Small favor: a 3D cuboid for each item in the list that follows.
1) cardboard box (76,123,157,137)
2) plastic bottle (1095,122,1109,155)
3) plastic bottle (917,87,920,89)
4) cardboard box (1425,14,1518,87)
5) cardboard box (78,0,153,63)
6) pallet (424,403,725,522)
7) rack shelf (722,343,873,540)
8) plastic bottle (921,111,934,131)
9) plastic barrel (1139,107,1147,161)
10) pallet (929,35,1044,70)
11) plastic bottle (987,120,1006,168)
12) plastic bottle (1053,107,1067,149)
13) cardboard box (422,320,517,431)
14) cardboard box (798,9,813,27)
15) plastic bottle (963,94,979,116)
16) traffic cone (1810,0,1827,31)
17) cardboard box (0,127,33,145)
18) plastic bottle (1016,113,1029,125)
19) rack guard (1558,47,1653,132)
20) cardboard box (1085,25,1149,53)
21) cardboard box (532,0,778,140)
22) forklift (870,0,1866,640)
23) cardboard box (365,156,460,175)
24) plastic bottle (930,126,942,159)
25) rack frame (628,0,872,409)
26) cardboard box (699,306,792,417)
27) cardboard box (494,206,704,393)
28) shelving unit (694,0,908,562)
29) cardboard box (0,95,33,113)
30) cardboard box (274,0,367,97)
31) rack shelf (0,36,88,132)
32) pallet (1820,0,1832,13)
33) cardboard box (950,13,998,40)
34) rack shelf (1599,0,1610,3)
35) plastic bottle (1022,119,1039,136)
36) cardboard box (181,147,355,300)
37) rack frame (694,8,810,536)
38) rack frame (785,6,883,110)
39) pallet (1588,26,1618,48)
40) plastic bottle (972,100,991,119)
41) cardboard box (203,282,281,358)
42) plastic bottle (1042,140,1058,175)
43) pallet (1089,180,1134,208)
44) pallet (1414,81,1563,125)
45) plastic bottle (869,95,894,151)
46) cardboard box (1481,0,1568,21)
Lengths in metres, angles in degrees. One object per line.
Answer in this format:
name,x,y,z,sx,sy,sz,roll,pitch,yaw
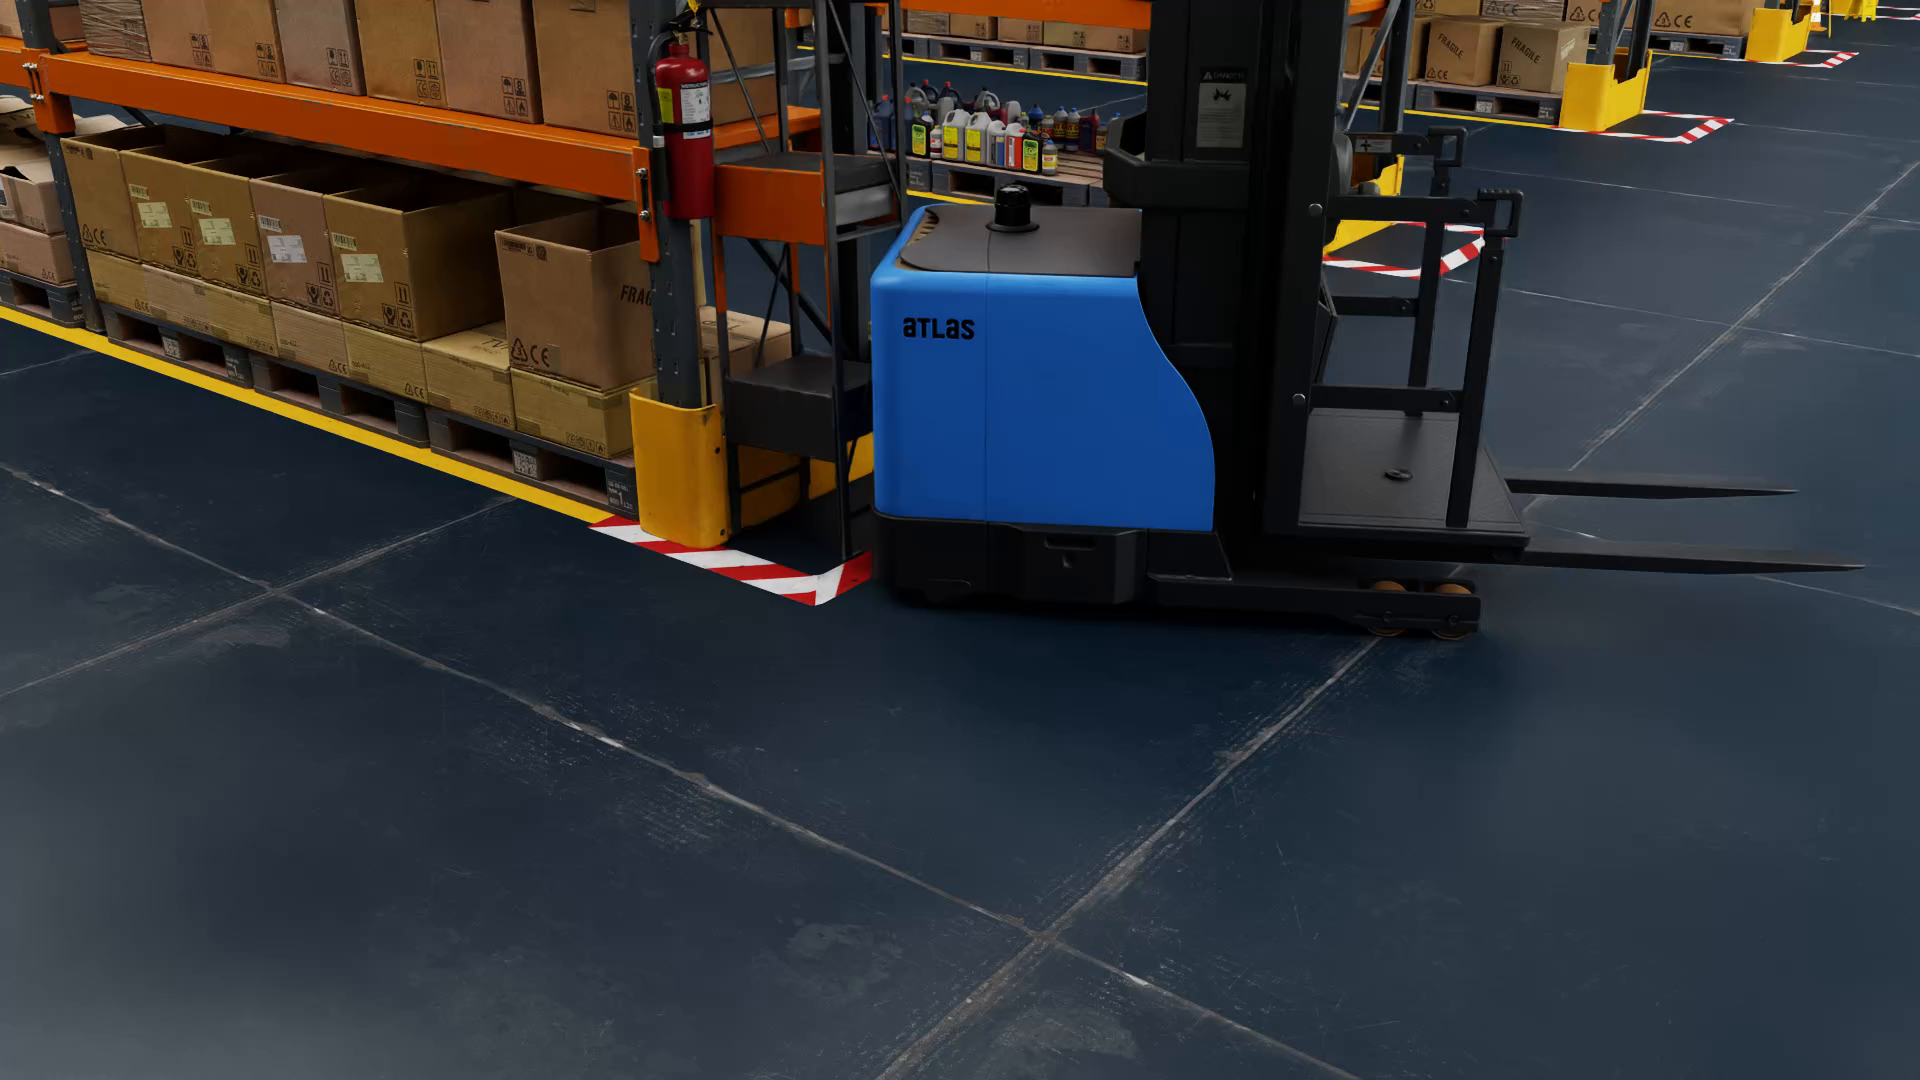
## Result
cardboard box,-4.461,-2.028,8.826,0.500,0.311,0.500,16,29,33
plastic bottle,0.945,-2.649,10.967,0.097,0.201,0.097,0,24,0
plastic bottle,-0.326,-3.080,11.843,0.133,0.283,0.061,19,30,36
cardboard box,4.274,-4.100,13.916,0.500,0.500,0.500,-17,29,-34
cardboard box,-3.524,-2.475,7.523,0.500,0.500,0.700,16,28,32
pallet,-1.319,-0.462,6.538,1.213,0.211,1.003,17,29,33
rack shelf,-0.474,-0.347,5.649,0.480,0.518,0.431,12,24,33
plastic bottle,-0.220,-2.686,10.964,0.097,0.271,0.097,0,24,0
plastic barrel,1.319,-2.474,10.209,0.421,0.512,0.421,0,24,0
pallet,0.458,-4.936,16.691,1.213,0.211,1.003,17,29,33
plastic bottle,0.263,-2.525,10.593,0.135,0.276,0.152,16,28,32
plastic bottle,0.674,-2.763,11.139,0.097,0.271,0.097,0,24,0
cardboard box,-1.695,-0.652,6.400,0.500,0.250,0.500,17,29,33
cardboard box,-1.679,-6.090,17.967,0.875,0.875,1.225,15,28,31
plastic bottle,0.088,-2.955,11.559,0.133,0.283,0.061,19,30,37
traffic cone,9.695,-6.046,18.899,0.334,0.463,0.336,17,29,33
cardboard box,-5.196,-1.976,8.707,0.500,0.311,0.500,17,29,33
plastic bottle,0.430,-2.805,11.320,0.097,0.201,0.097,0,24,0
rack guard,5.202,-3.637,13.384,0.348,0.500,1.175,17,29,33
cardboard box,1.583,-4.942,15.802,0.500,0.500,0.700,14,28,29
cardboard box,-1.048,-1.730,5.832,0.500,0.500,0.700,17,29,33
forklift,1.274,-1.264,4.984,3.031,2.935,1.130,3,24,6
cardboard box,-2.176,-1.409,7.187,0.500,0.500,0.500,17,29,33
plastic bottle,-0.148,-2.602,10.859,0.097,0.201,0.097,0,24,0
rack frame,-0.682,-1.567,5.586,0.127,3.000,1.000,17,29,33
cardboard box,-0.977,-0.702,6.513,0.500,0.250,0.500,17,29,33
cardboard box,-1.289,-0.878,5.981,0.500,0.500,0.500,17,29,33
shelving unit,-0.490,-1.017,5.406,0.503,2.100,0.431,12,24,33
cardboard box,-5.694,-2.398,9.667,0.500,0.311,0.500,17,29,33
cardboard box,-2.288,-2.103,6.679,0.500,0.500,0.700,18,29,35
rack shelf,-5.483,-2.689,9.024,4.000,0.370,1.077,17,29,33
pallet,10.516,-6.910,21.171,1.213,0.211,1.003,17,29,33
cardboard box,0.318,-5.334,16.690,0.500,0.500,0.700,20,31,38
rack shelf,3.662,-4.917,14.081,4.000,0.370,1.077,17,29,33
plastic bottle,0.438,-2.530,10.594,0.133,0.283,0.061,17,29,33
cardboard box,-2.899,-1.356,7.068,0.500,0.500,0.500,17,29,33
rack frame,-0.690,-1.061,5.539,0.015,2.100,0.400,12,24,33
rack frame,-0.909,-4.132,11.407,0.127,3.000,1.000,17,29,33
pallet,6.659,-5.525,18.029,1.213,0.211,1.003,17,29,33
plastic bottle,0.151,-2.863,11.352,0.133,0.283,0.061,17,29,33
cardboard box,-2.899,-1.013,7.219,0.500,0.250,0.500,17,29,33
plastic bottle,0.560,-2.388,10.374,0.097,0.201,0.097,0,24,0
pallet,1.556,-2.090,10.231,1.213,0.211,1.003,17,29,33
pallet,4.573,-3.712,13.914,1.213,0.211,1.003,17,29,33
plastic bottle,-0.512,-2.792,11.105,0.185,0.351,0.144,18,29,35
cardboard box,6.302,-6.134,18.066,0.875,0.875,0.875,17,29,34
